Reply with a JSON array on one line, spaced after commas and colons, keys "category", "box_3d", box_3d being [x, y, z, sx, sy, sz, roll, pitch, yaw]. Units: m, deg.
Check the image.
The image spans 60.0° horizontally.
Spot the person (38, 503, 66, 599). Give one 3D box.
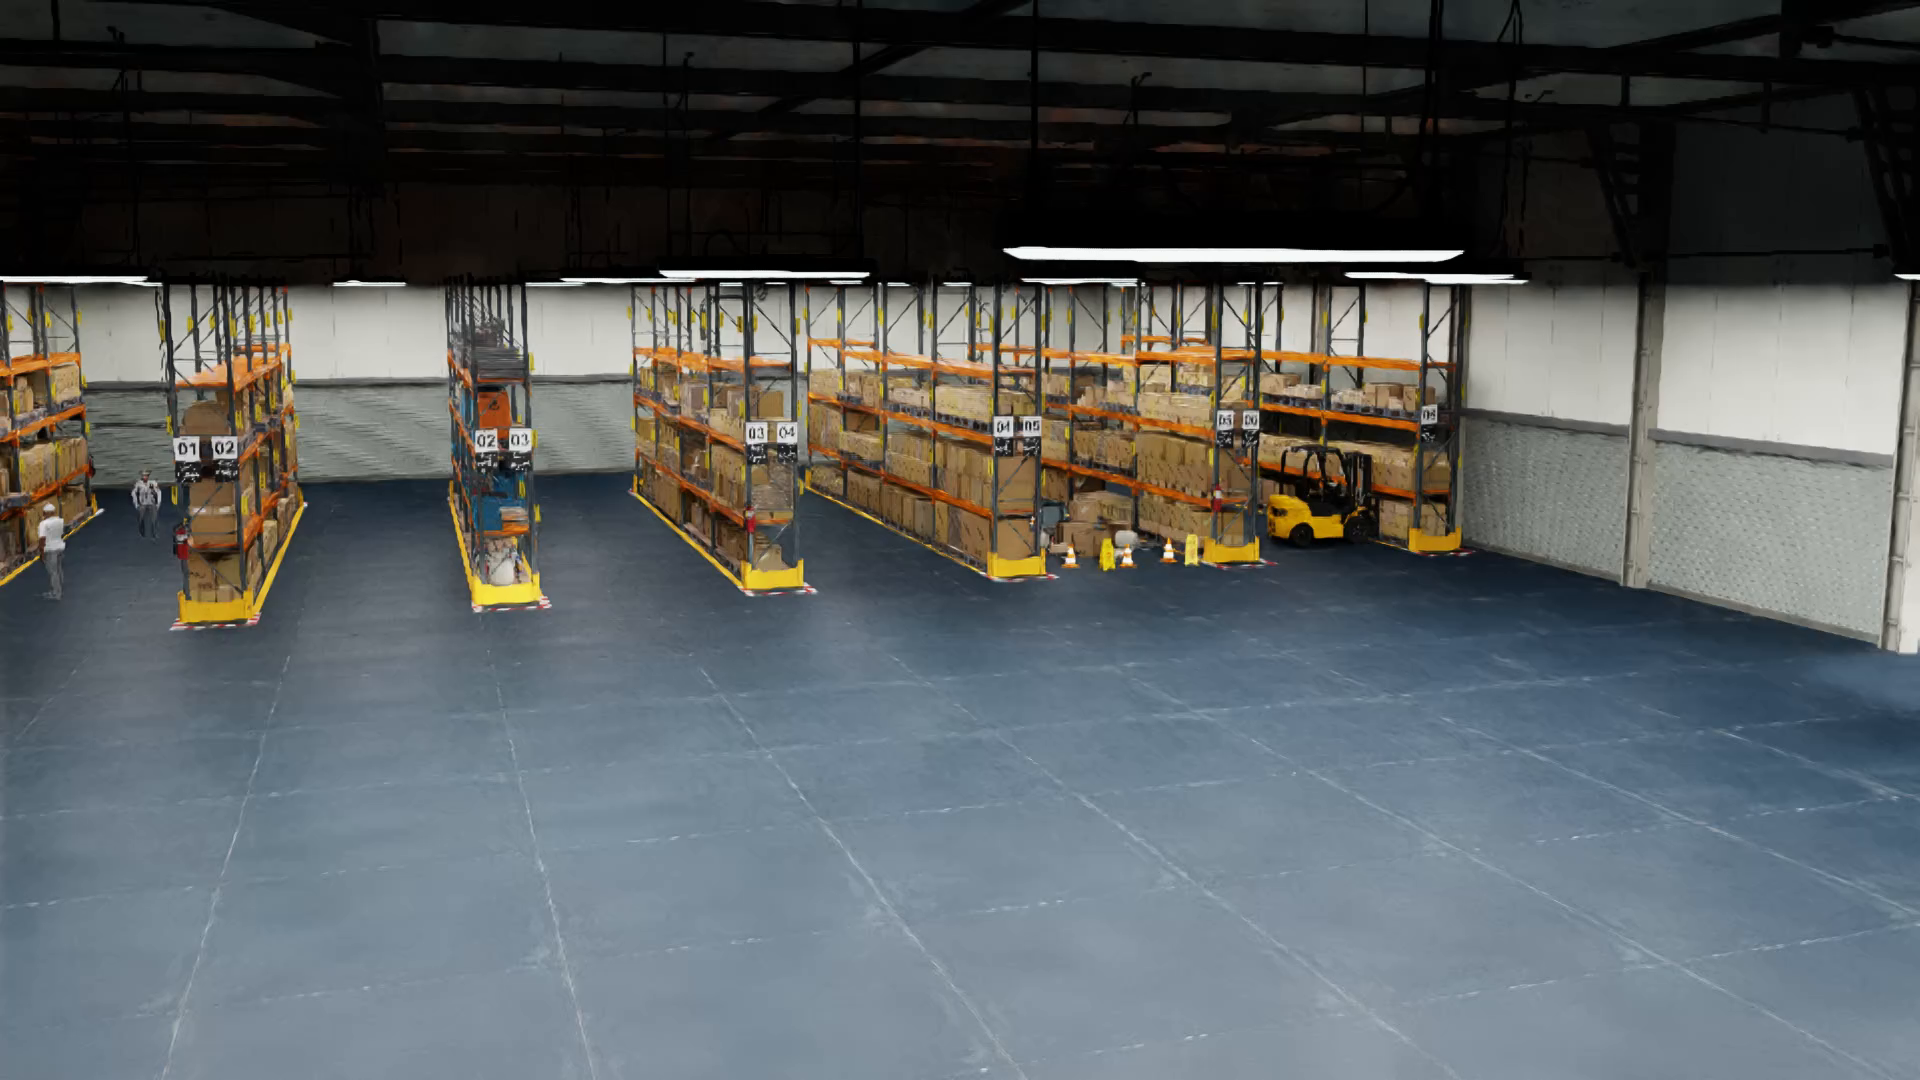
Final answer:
[{"category": "person", "box_3d": [-16.893, 0.193, 30.855, 0.503, 1.764, 0.624, 2, 9, 12]}]

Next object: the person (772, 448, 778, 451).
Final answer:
[{"category": "person", "box_3d": [-6.015, -3.080, 52.531, 0.531, 1.778, 0.726, 5, 10, 32]}]

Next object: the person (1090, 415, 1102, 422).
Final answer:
[{"category": "person", "box_3d": [4.658, -3.633, 56.133, 0.731, 1.772, 0.504, 6, 10, 34]}]

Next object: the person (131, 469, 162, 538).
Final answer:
[{"category": "person", "box_3d": [-18.690, -0.834, 38.244, 0.639, 1.632, 0.512, -3, 9, -21]}]
